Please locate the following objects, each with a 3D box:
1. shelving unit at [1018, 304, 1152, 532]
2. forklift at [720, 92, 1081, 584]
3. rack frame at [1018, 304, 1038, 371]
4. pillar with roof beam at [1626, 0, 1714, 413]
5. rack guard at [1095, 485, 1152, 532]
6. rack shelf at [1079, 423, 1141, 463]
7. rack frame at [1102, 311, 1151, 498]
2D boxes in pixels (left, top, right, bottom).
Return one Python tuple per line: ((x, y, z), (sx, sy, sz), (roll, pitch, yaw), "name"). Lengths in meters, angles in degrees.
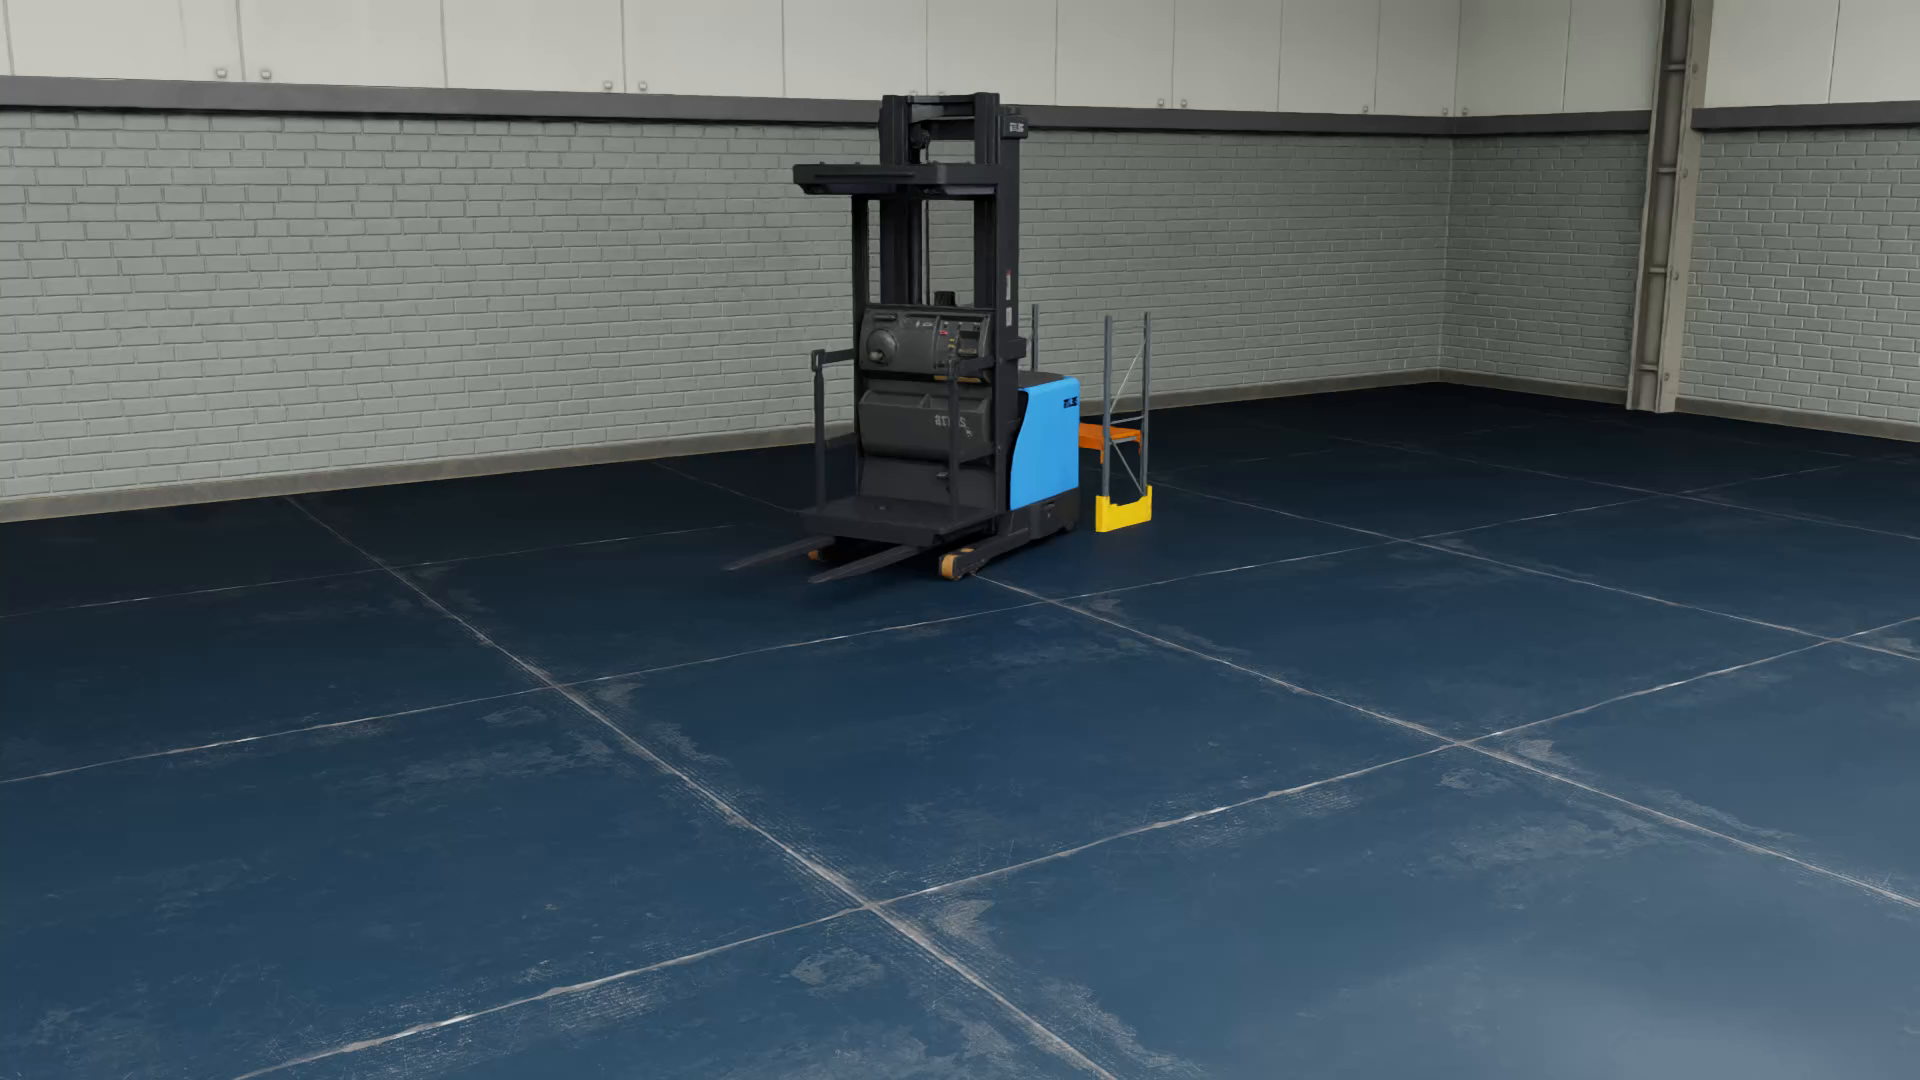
((0.793, -0.909, 12.007), (1.083, 1.500, 0.587), (11, 16, 40), "shelving unit")
((-0.332, -1.292, 10.407), (1.130, 2.935, 3.031), (7, 14, 29), "forklift")
((0.406, -0.982, 12.342), (0.032, 1.500, 0.500), (11, 16, 40), "rack frame")
((3.757, -5.267, 14.382), (9.100, 9.000, 0.400), (-8, 15, -33), "pillar with roof beam")
((1.166, -0.228, 11.818), (0.087, 0.250, 0.587), (11, 16, 40), "rack guard")
((0.786, -0.734, 12.051), (1.000, 0.185, 0.538), (11, 16, 40), "rack shelf")
((1.167, -0.838, 11.683), (0.032, 1.500, 0.500), (11, 16, 40), "rack frame")
